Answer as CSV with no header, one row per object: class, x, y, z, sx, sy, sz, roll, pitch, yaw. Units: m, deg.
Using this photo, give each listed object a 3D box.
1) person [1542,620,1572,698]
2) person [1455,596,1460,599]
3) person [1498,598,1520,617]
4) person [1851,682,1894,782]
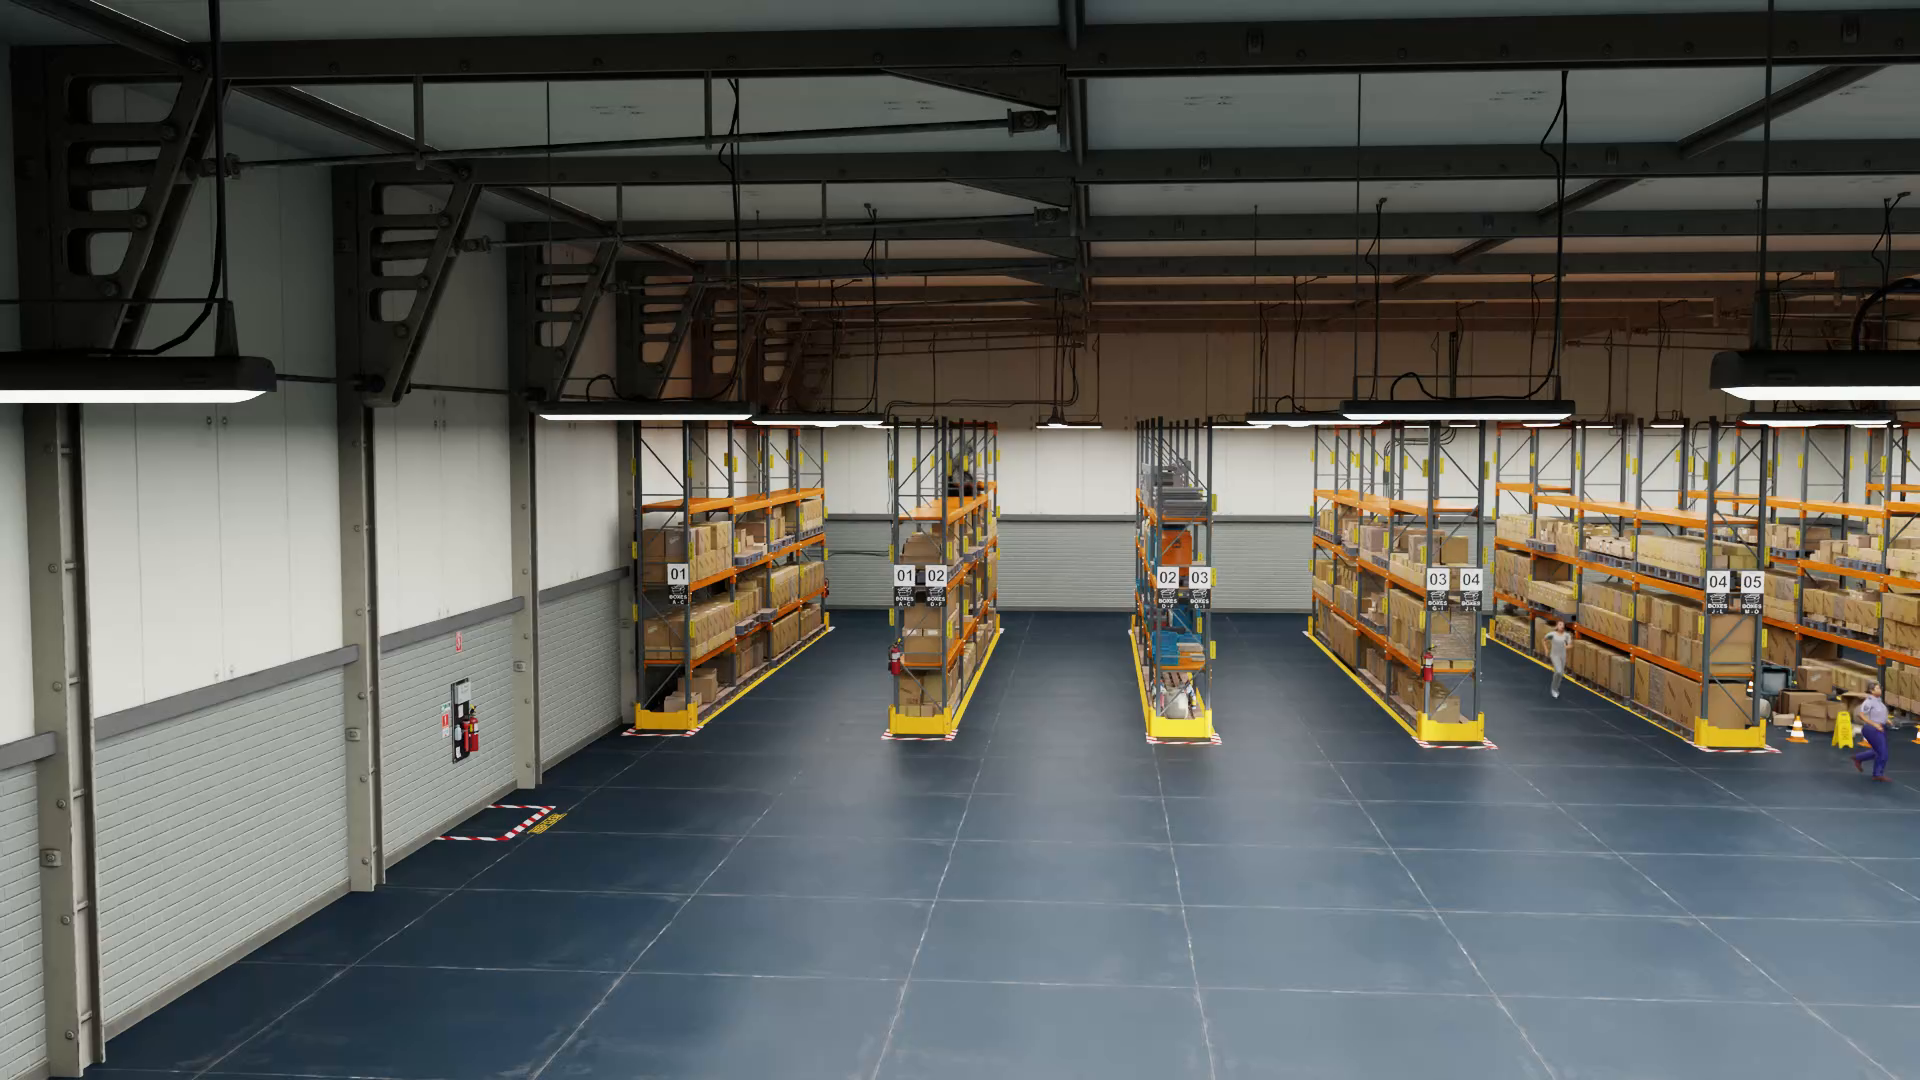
person,12.873,2.550,35.763,0.546,1.679,0.661,0,4,-4
person,13.531,1.934,45.864,0.631,1.601,0.589,2,4,33
person,15.724,1.767,47.433,0.687,1.740,0.747,0,4,6
person,14.984,3.138,27.333,0.611,1.597,0.664,-4,5,-43
